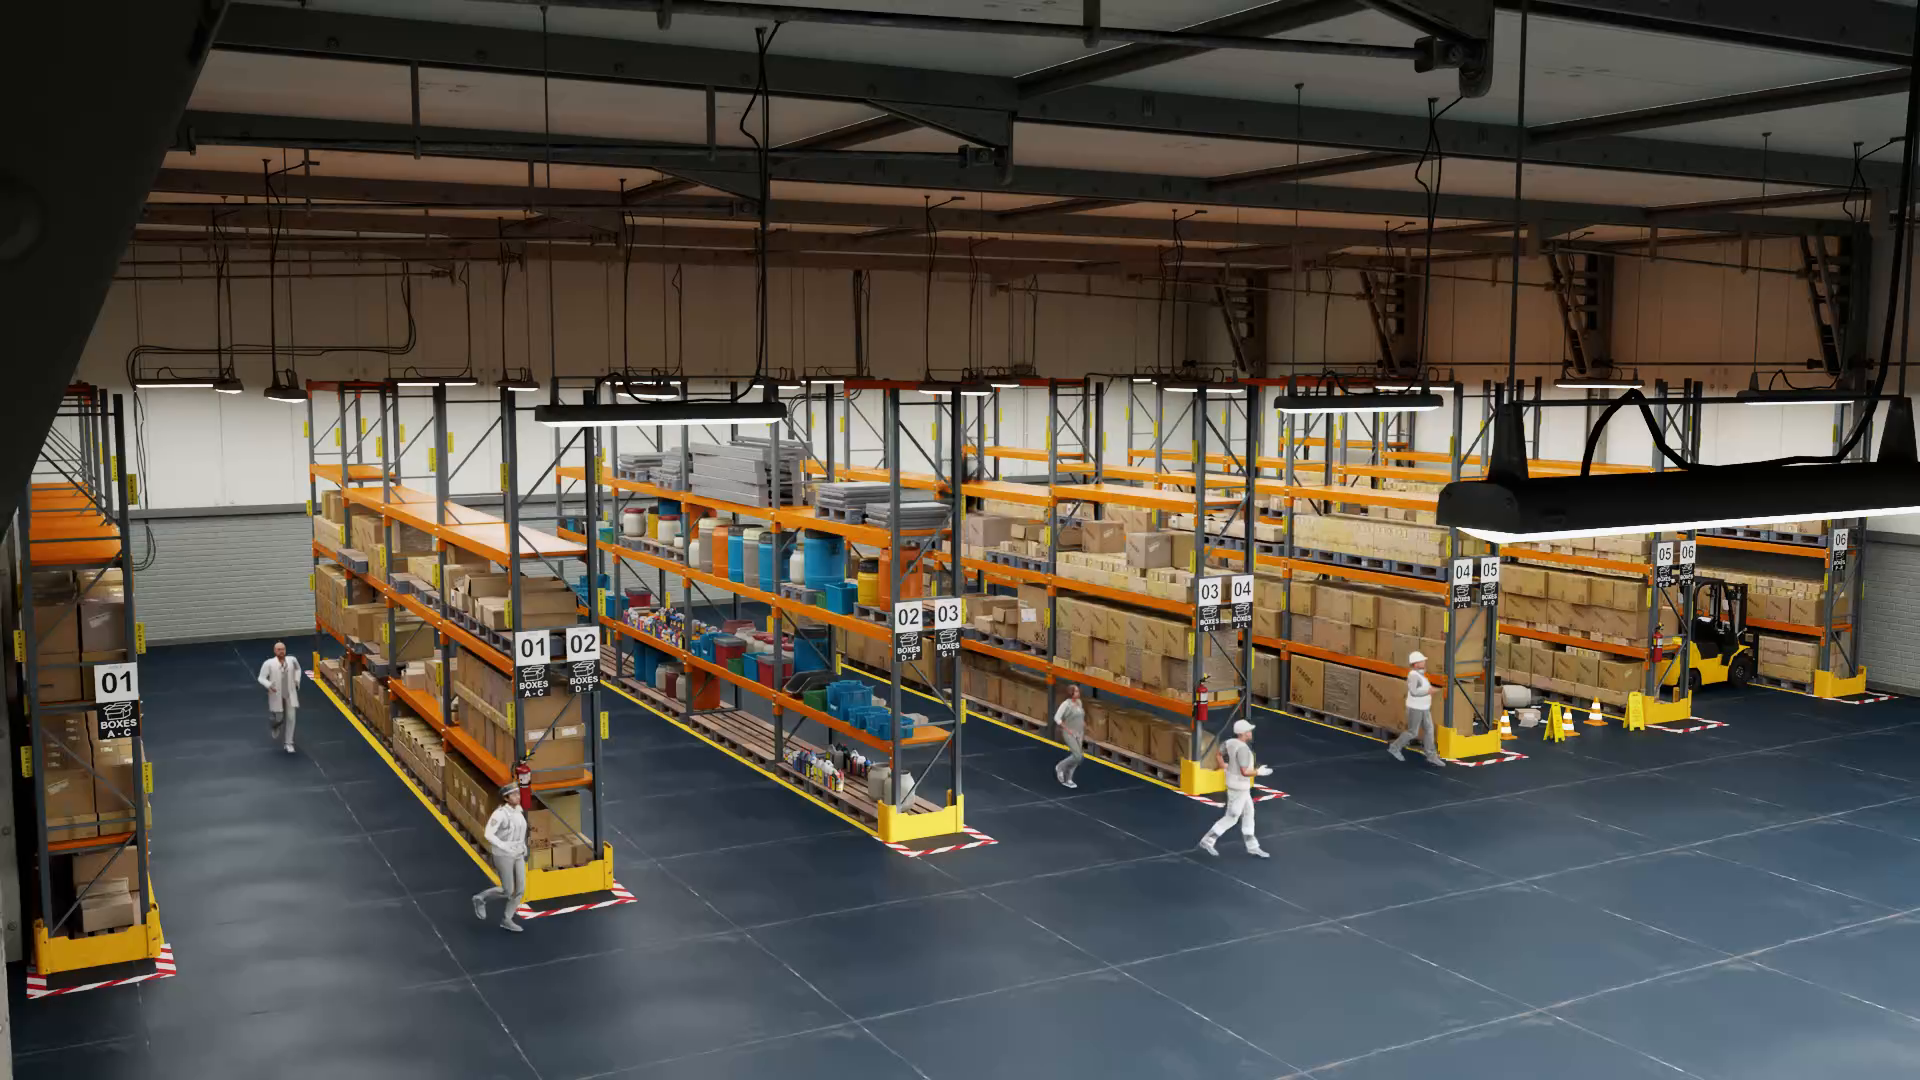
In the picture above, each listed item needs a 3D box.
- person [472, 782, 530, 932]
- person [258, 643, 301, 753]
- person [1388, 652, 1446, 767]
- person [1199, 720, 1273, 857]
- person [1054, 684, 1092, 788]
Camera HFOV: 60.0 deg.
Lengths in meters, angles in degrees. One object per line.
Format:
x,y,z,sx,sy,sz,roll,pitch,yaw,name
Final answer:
-5.129,3.535,18.735,0.609,1.660,0.632,3,7,24,person
-11.141,2.563,27.332,0.710,1.776,0.944,-4,8,-36,person
7.202,2.646,26.142,0.881,1.789,0.651,4,7,32,person
3.509,3.183,21.199,0.942,1.805,0.622,0,6,-3,person
1.692,2.922,24.790,0.526,1.554,0.518,5,8,42,person
